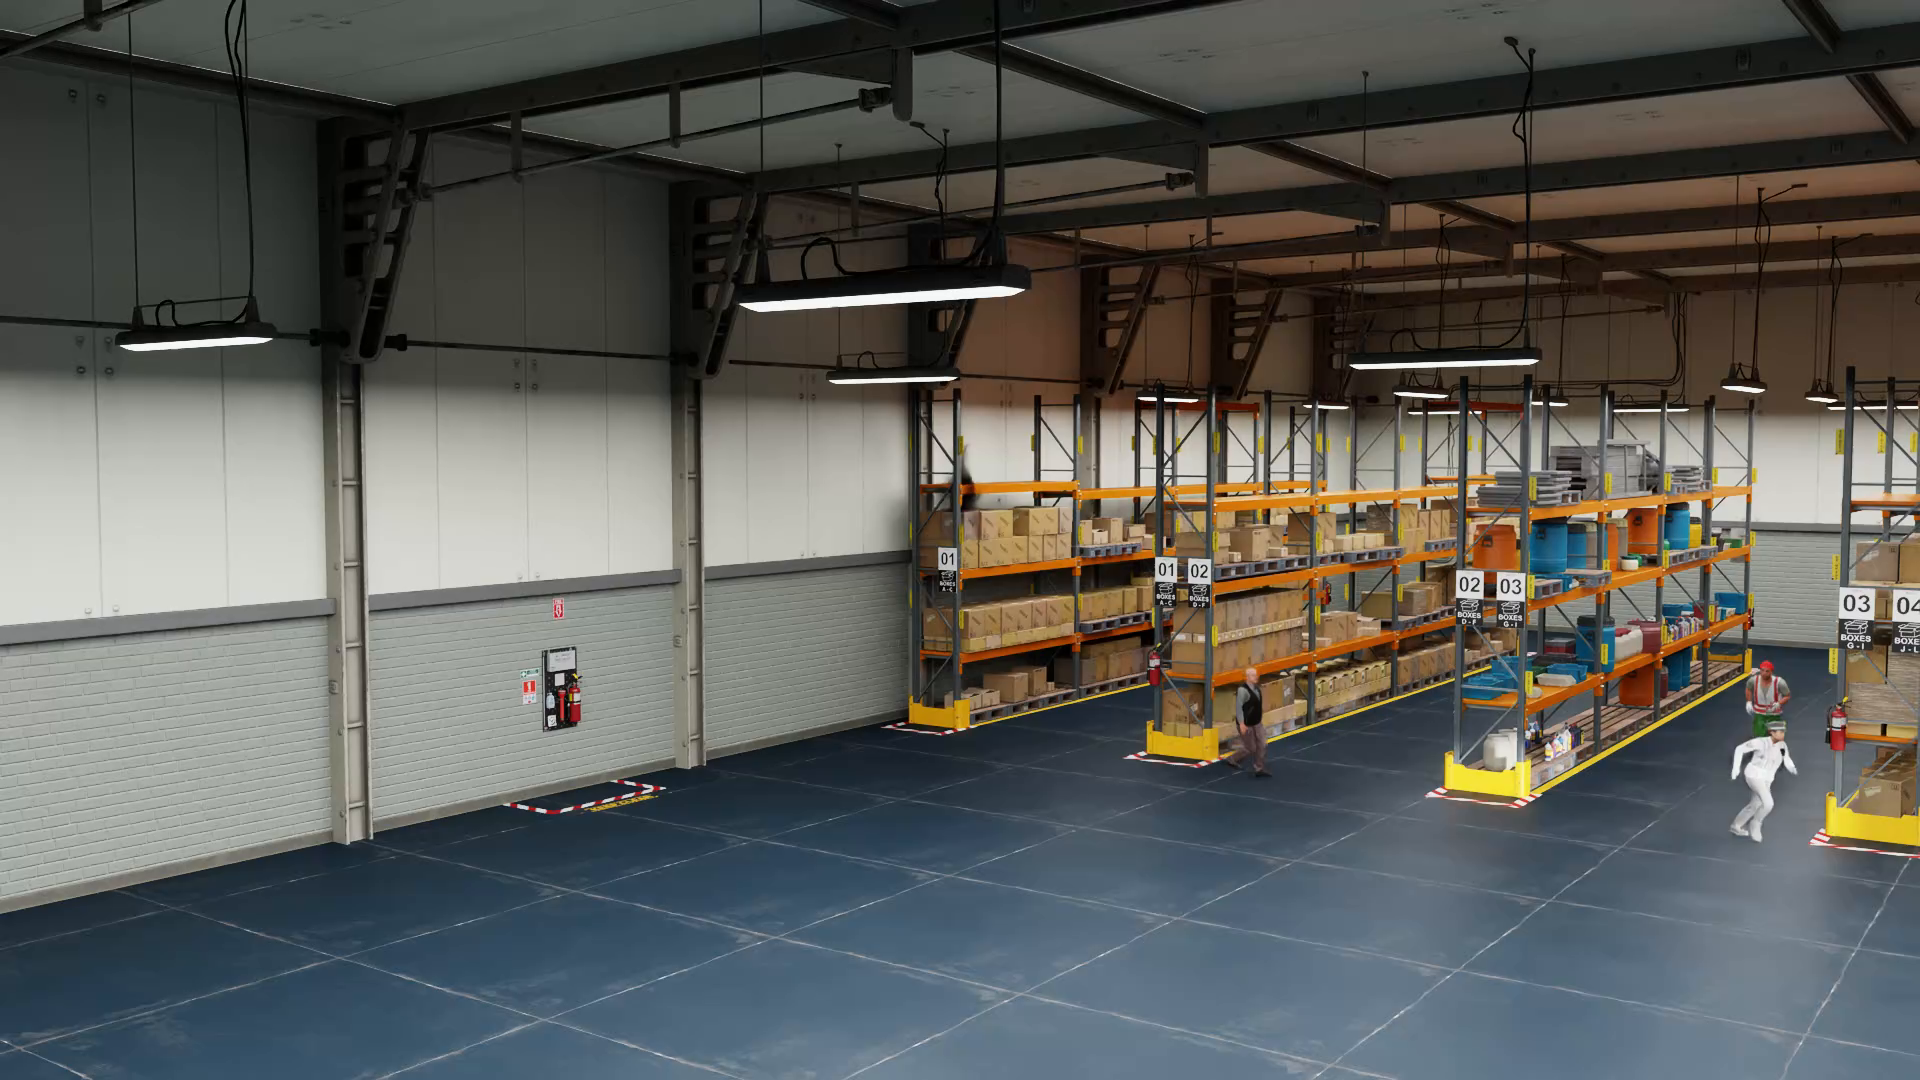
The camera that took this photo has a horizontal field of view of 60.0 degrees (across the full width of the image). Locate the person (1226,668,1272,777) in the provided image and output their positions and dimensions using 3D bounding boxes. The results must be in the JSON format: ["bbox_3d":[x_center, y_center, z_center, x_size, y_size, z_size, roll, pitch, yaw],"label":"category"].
[{"bbox_3d":[4.336,2.743,25.050,0.721,1.663,0.717,3,5,44],"label":"person"}]

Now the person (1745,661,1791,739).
[{"bbox_3d":[12.479,2.700,25.704,0.644,1.712,0.766,2,4,29],"label":"person"}]

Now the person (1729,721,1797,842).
[{"bbox_3d":[10.122,3.012,20.957,0.627,1.546,0.921,-1,3,-22],"label":"person"}]
